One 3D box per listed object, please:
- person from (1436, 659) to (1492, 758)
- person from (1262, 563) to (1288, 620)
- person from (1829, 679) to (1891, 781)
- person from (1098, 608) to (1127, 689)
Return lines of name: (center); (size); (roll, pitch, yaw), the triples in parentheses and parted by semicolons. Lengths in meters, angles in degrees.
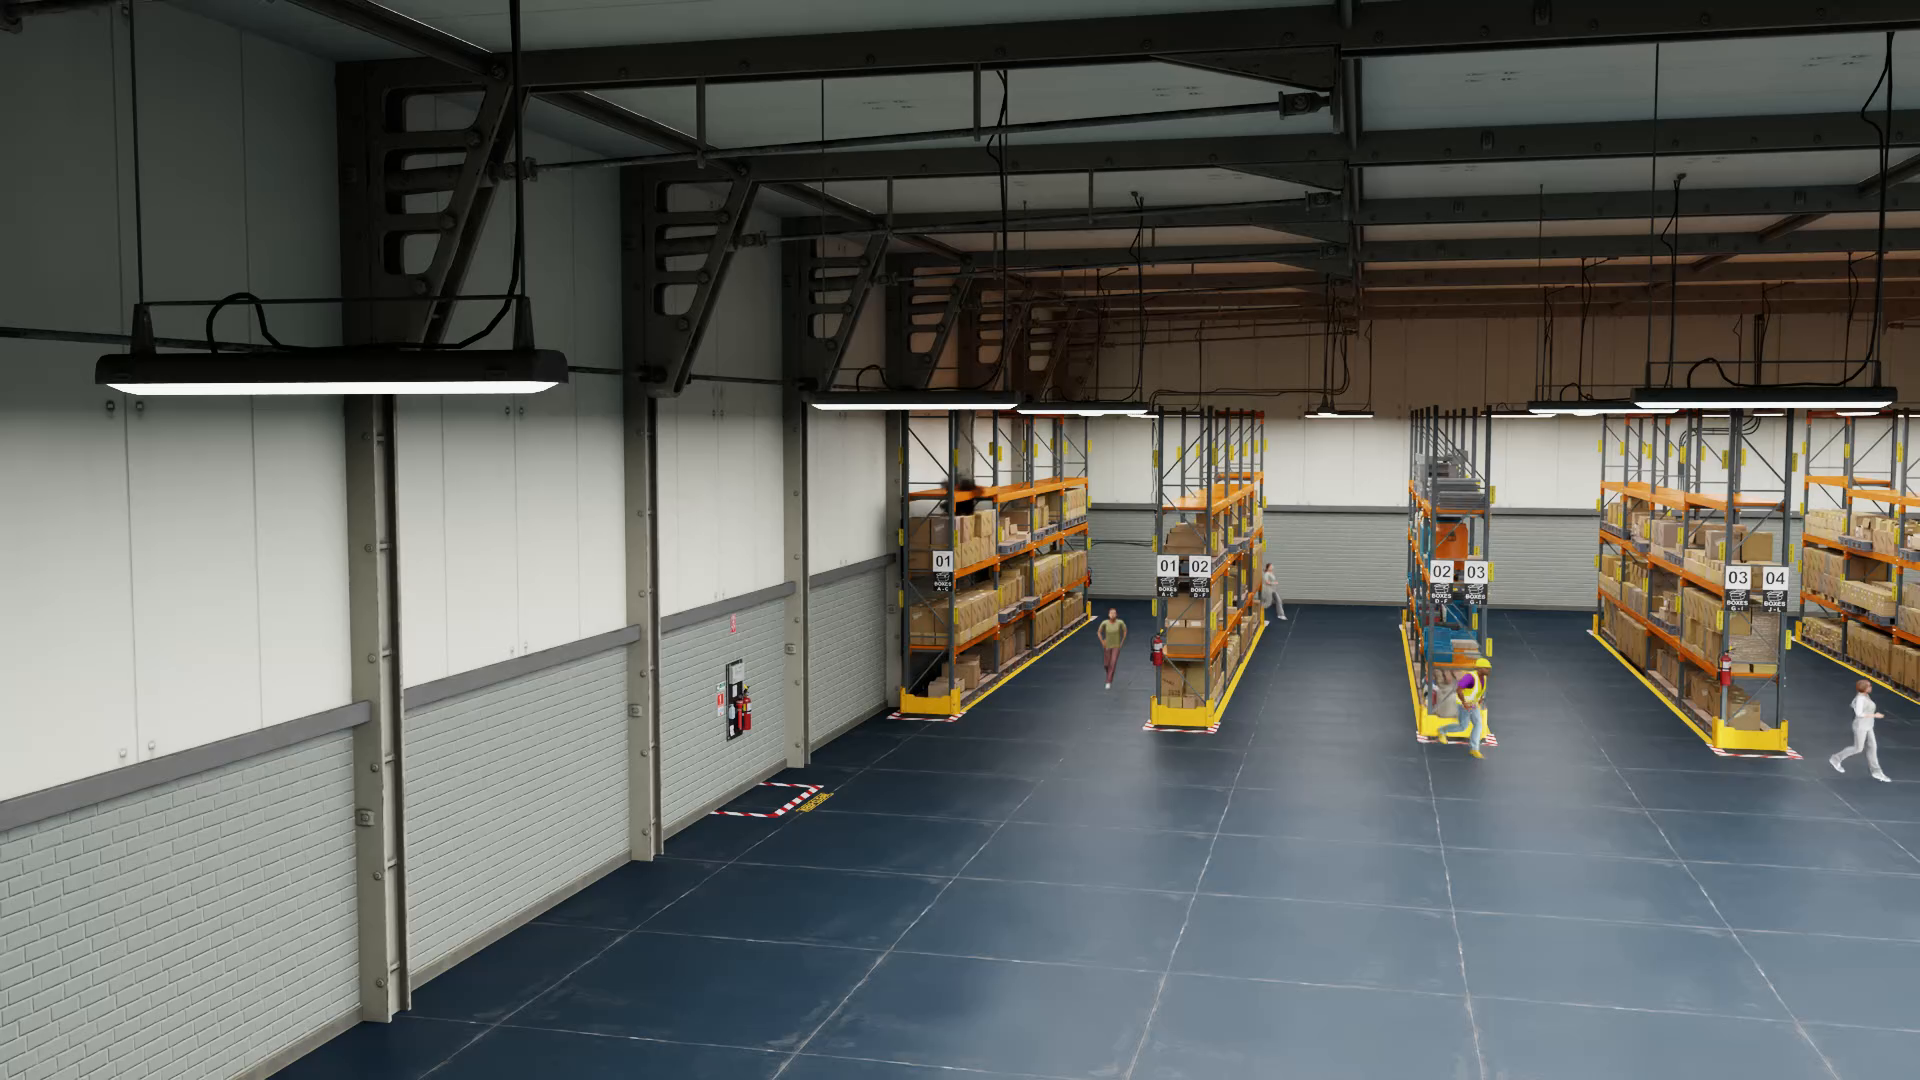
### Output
person: (8.658, 2.851, 28.537); (0.999, 1.711, 0.712); (4, 6, 42)
person: (8.911, 1.481, 47.843); (0.941, 1.654, 0.596); (2, 5, 29)
person: (14.351, 3.006, 26.477); (0.878, 1.596, 0.539); (4, 6, 42)
person: (3.120, 2.197, 34.049); (0.604, 1.620, 0.712); (0, 4, 6)
